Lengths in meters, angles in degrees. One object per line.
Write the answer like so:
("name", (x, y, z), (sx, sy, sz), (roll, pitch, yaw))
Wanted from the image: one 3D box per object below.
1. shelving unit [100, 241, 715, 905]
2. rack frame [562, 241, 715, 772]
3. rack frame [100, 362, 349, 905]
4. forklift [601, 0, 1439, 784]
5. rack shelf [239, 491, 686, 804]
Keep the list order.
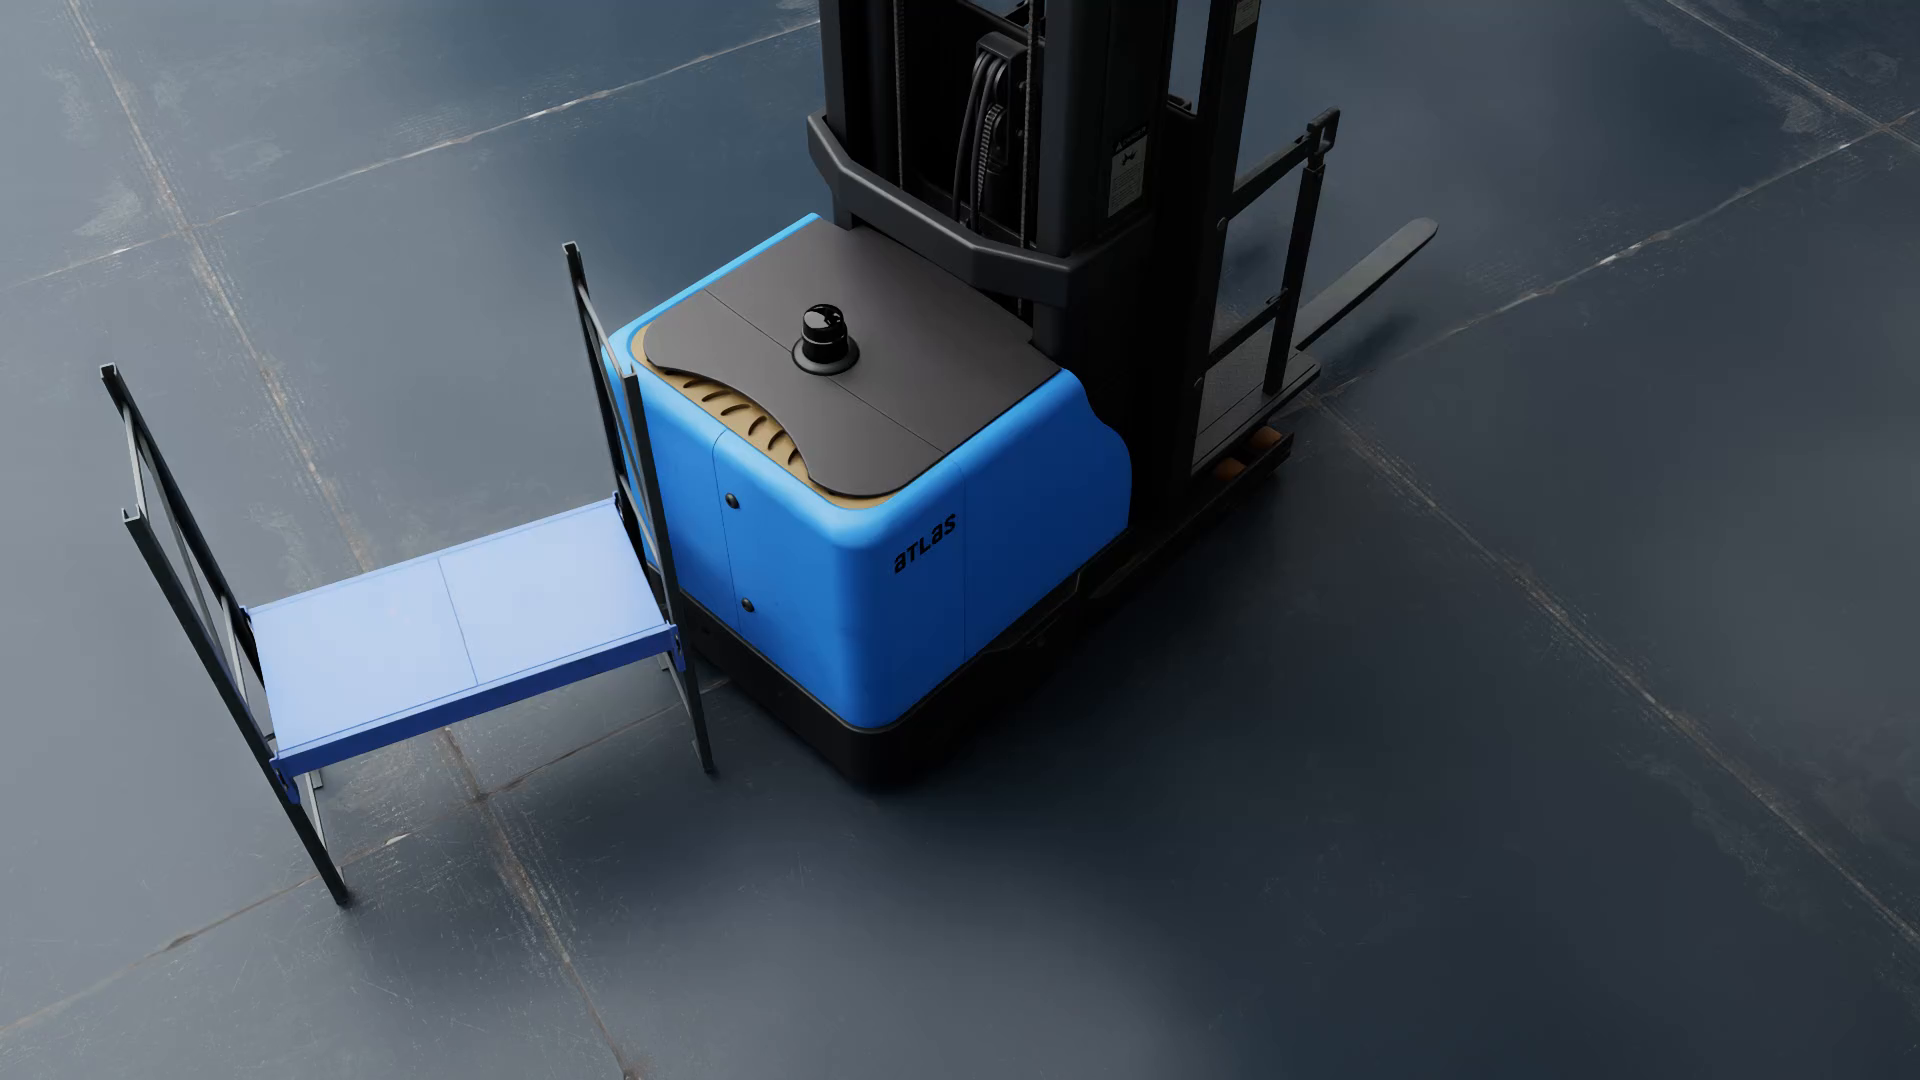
("shelving unit", (-1.270, 0.134, 4.126), (1.048, 1.500, 0.538), (-19, 51, -16))
("rack frame", (-0.806, -0.021, 4.265), (0.032, 1.500, 0.500), (-19, 51, -16))
("rack frame", (-1.734, 0.290, 3.988), (0.032, 1.500, 0.500), (-19, 51, -16))
("forklift", (0.433, -1.314, 4.457), (1.130, 2.935, 3.031), (35, 57, 27))
("rack shelf", (-1.270, 0.254, 4.261), (1.000, 0.185, 0.538), (-19, 51, -16))
